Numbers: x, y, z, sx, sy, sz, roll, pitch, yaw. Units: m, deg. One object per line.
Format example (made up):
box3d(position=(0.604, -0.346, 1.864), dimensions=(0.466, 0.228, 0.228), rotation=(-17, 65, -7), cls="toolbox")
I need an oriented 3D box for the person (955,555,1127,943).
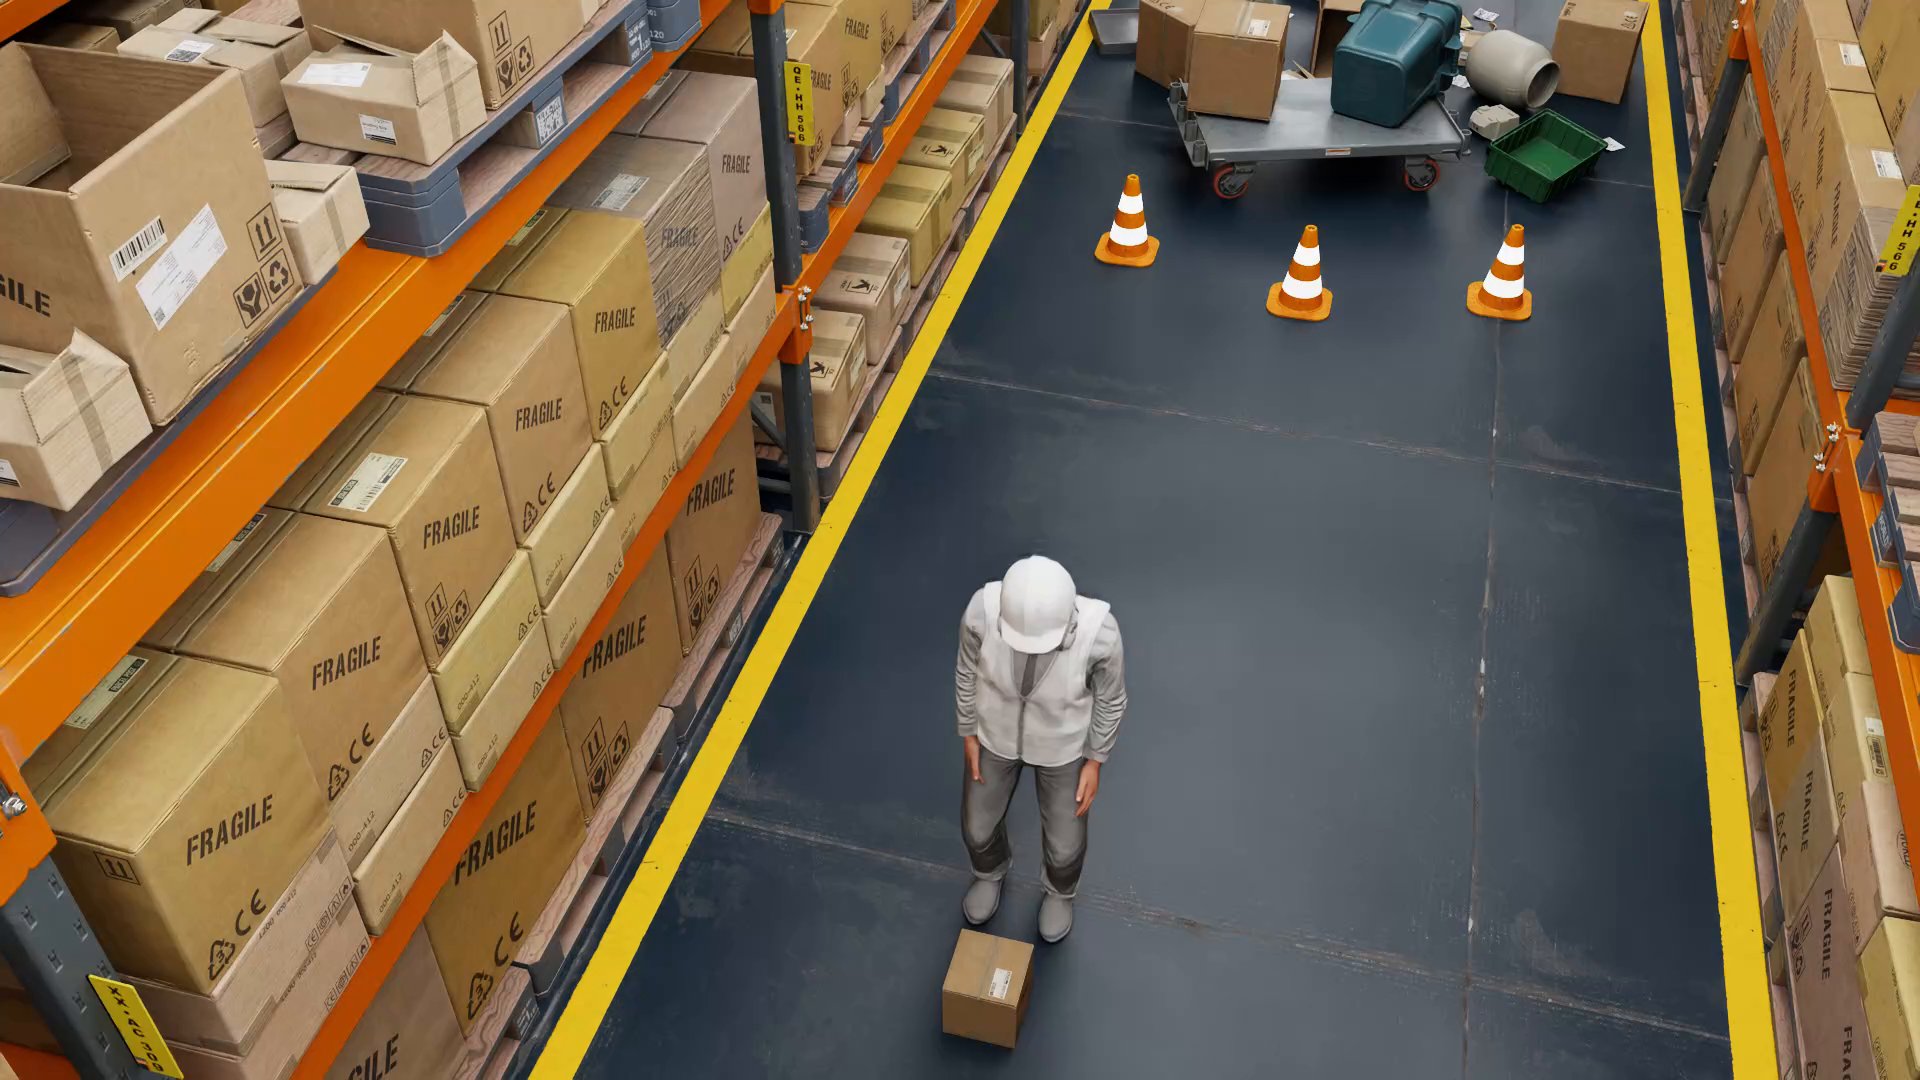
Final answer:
box3d(position=(0.250, 0.660, 5.420), dimensions=(0.560, 1.719, 0.476), rotation=(11, 42, 12), cls="person")
